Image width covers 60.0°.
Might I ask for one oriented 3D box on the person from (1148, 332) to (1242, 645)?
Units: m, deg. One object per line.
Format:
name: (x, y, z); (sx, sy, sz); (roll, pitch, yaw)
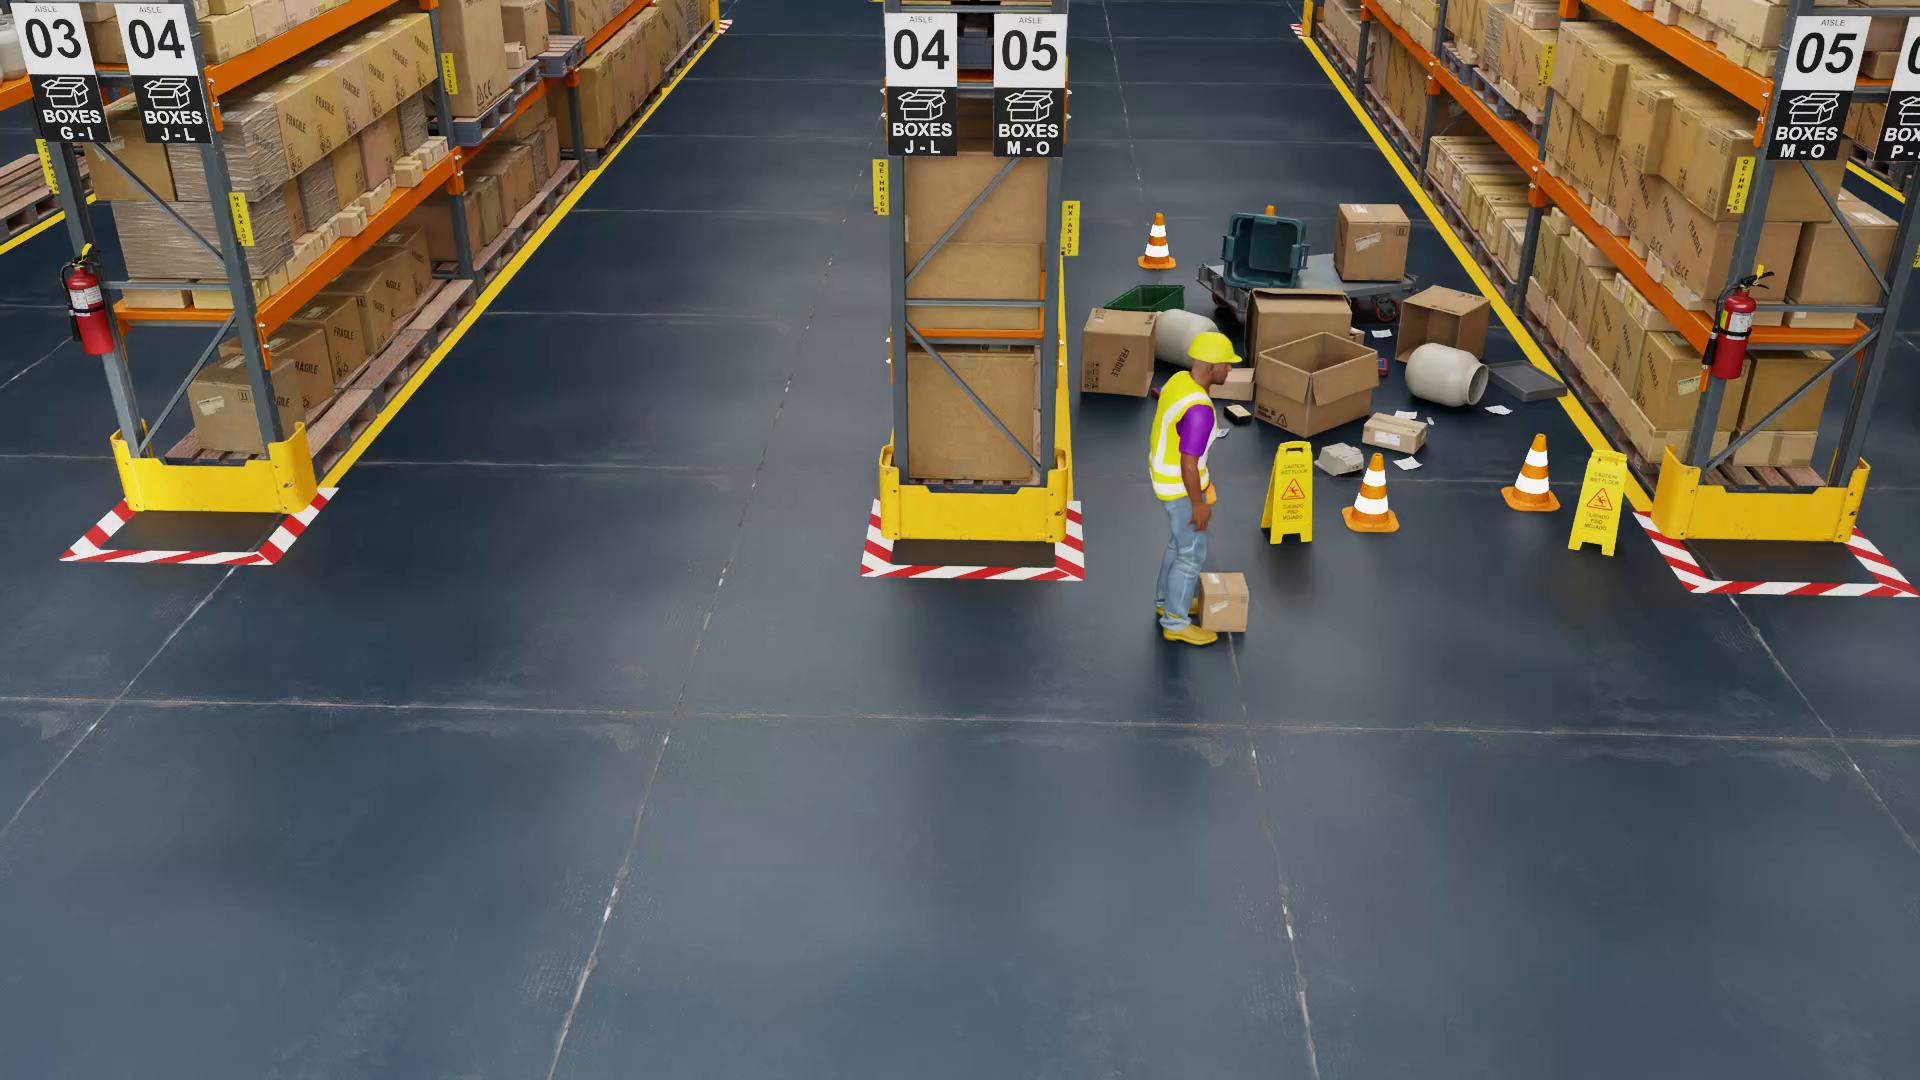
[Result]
person: (1.273, -0.309, 9.188); (0.461, 1.759, 0.619); (0, 28, 0)
